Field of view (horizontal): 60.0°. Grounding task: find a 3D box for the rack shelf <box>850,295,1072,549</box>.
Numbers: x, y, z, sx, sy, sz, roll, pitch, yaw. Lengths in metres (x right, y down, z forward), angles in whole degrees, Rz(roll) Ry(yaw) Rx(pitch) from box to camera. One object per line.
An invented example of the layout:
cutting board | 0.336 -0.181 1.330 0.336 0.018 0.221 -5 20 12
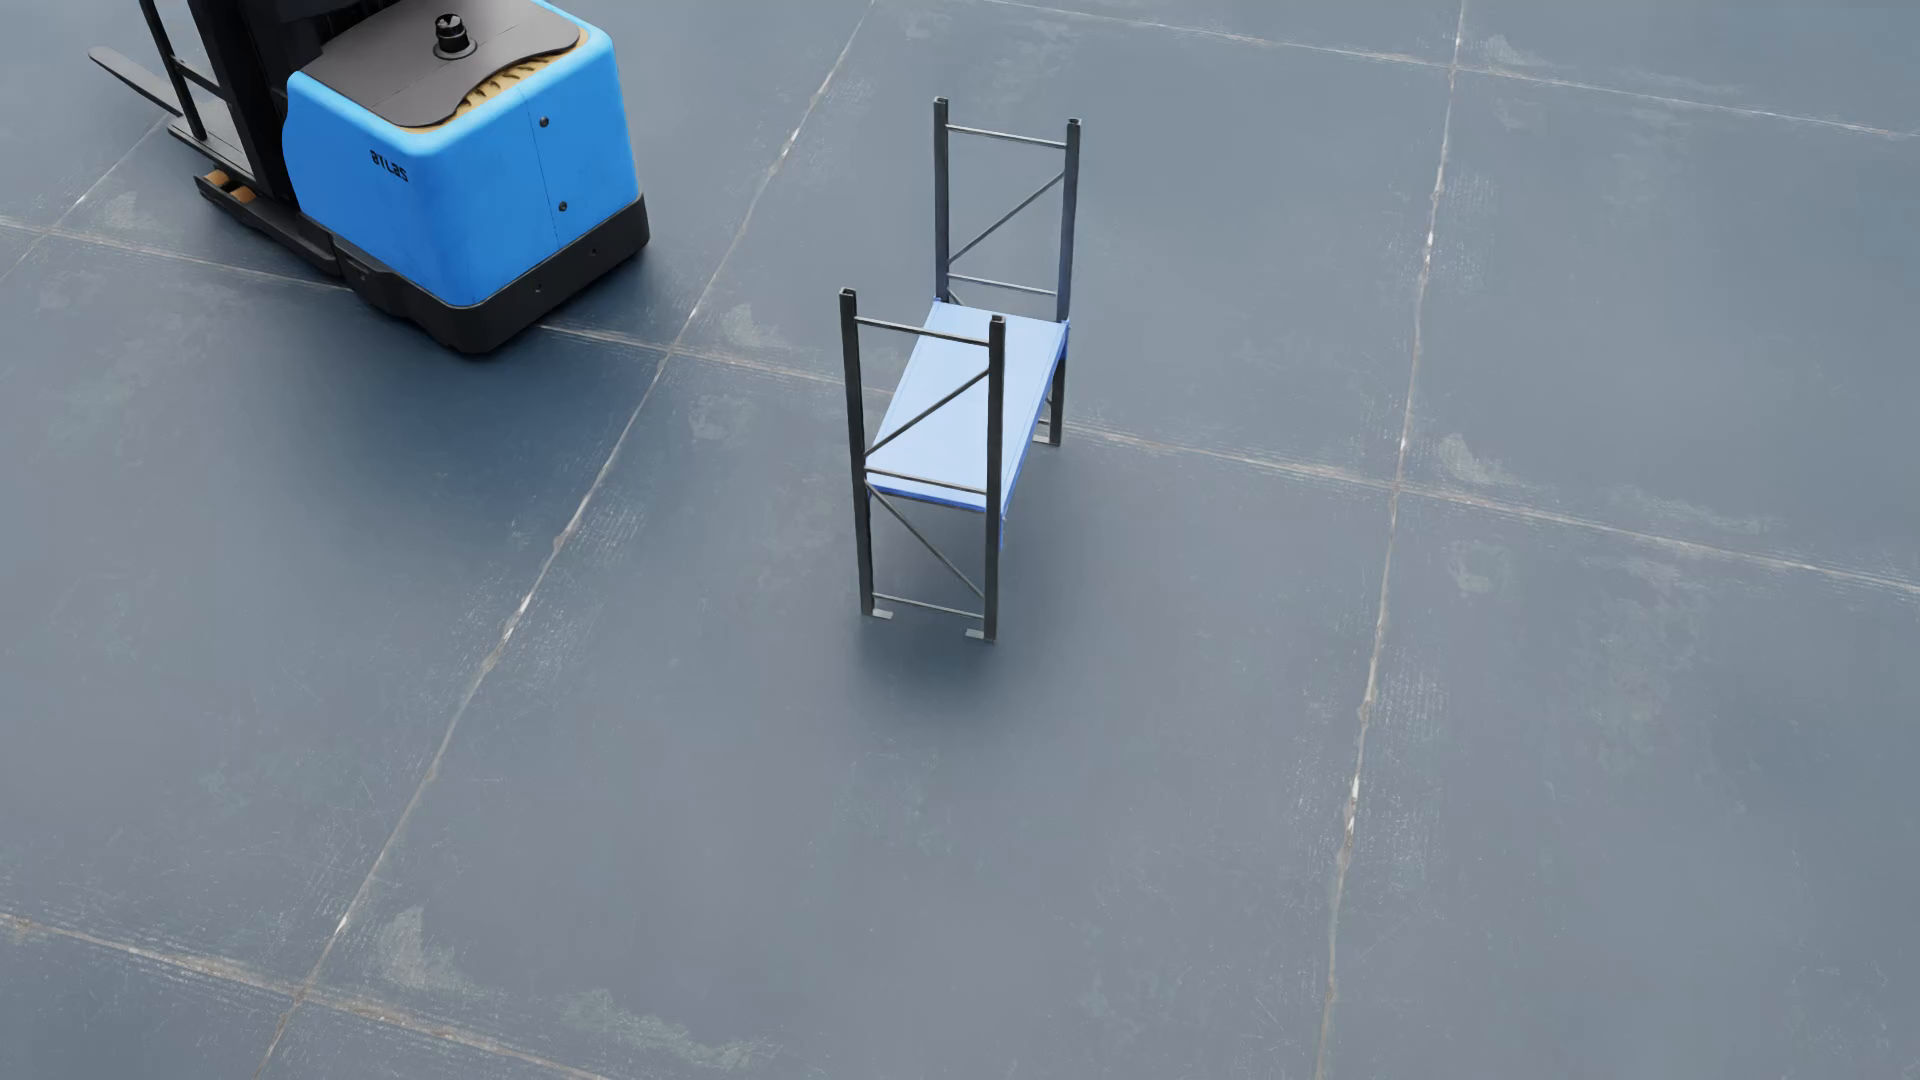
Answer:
rack shelf | 0.022 -0.439 5.877 0.538 0.185 1.000 12 50 10

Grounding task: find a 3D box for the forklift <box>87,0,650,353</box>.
forklift | -2.832 -2.673 6.654 3.031 2.935 1.130 31 55 24

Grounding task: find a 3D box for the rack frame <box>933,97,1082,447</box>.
rack frame | 0.156 -0.926 6.067 0.500 1.500 0.032 12 50 10

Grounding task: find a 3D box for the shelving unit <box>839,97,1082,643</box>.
shelving unit | 0.022 -0.558 5.742 0.538 1.500 1.048 12 50 10

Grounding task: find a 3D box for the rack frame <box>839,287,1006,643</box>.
rack frame | -0.111 -0.190 5.418 0.500 1.500 0.032 12 50 10
